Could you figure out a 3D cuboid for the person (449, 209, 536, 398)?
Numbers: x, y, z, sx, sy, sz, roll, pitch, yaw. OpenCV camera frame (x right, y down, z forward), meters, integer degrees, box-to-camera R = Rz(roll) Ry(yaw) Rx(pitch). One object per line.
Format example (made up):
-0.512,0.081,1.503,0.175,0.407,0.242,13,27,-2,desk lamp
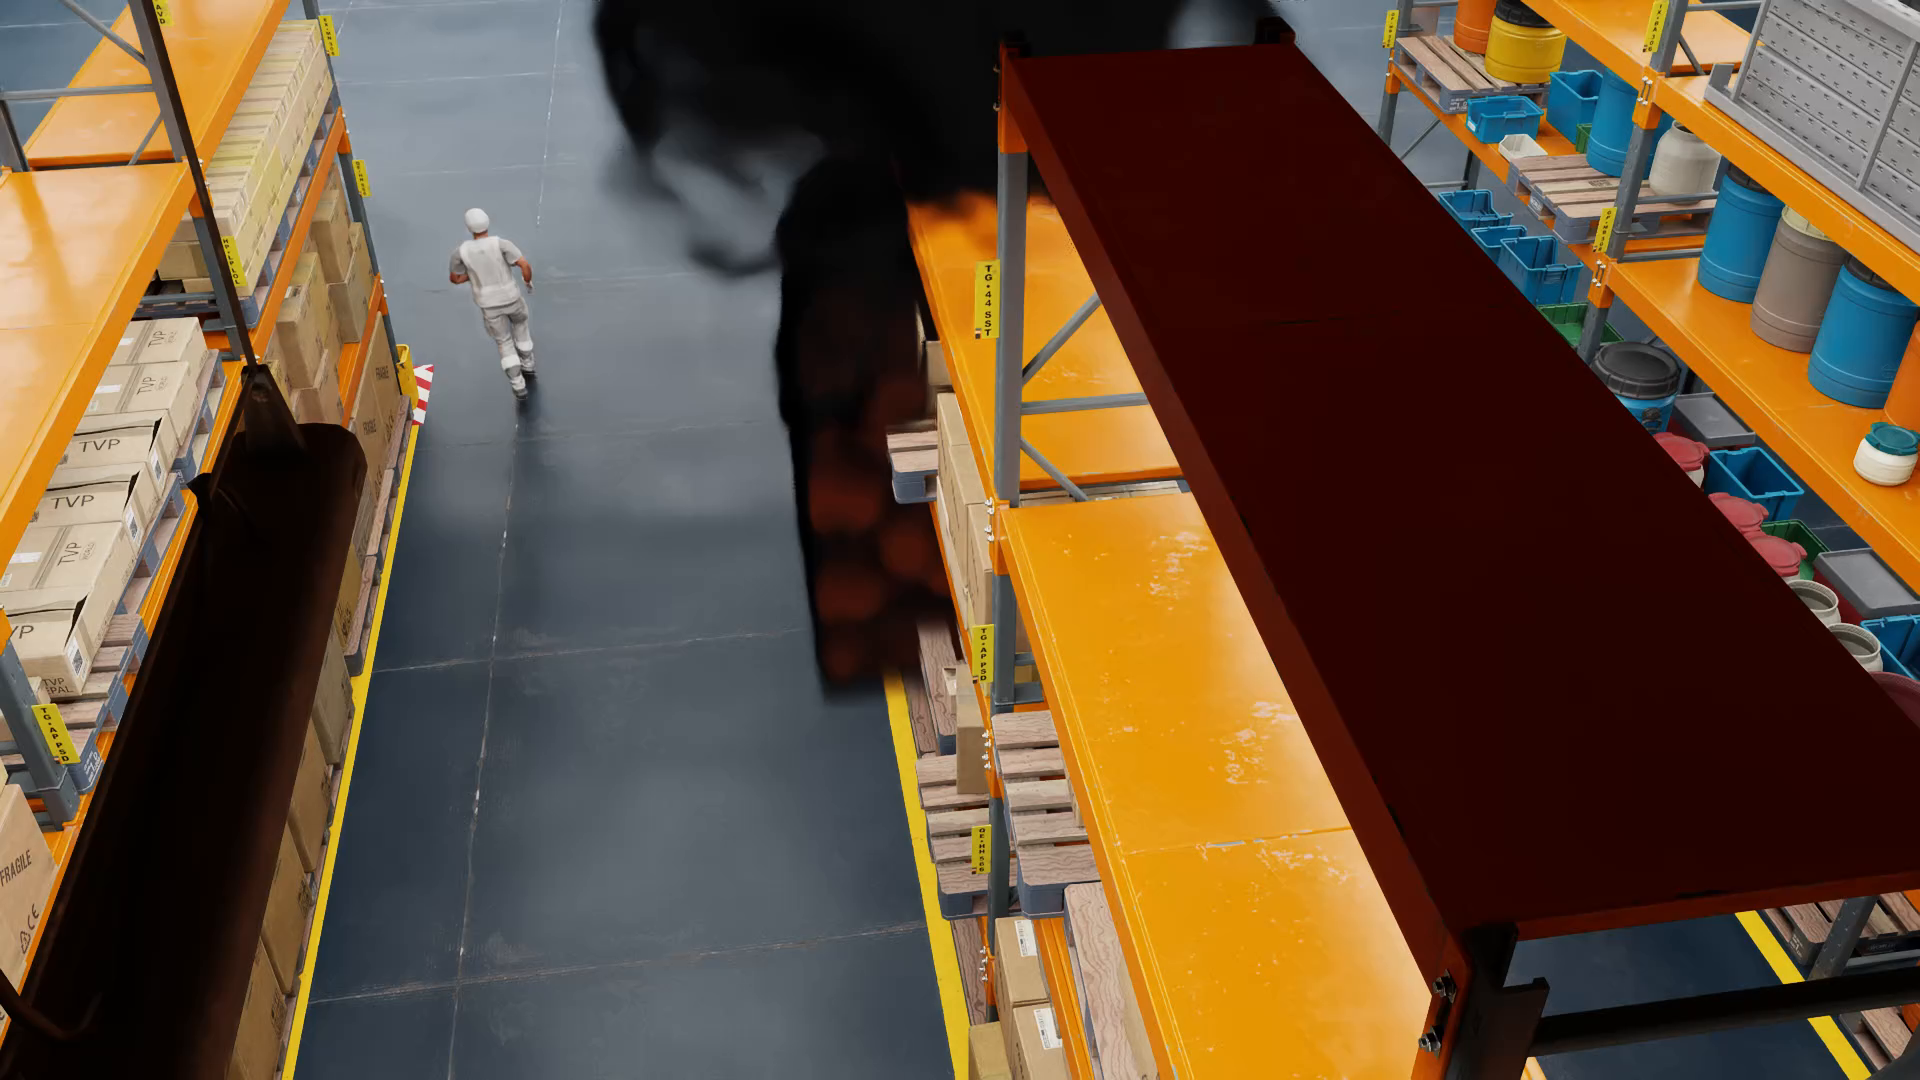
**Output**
-4.129,-2.080,14.823,0.714,1.842,0.838,-9,37,-12,person
